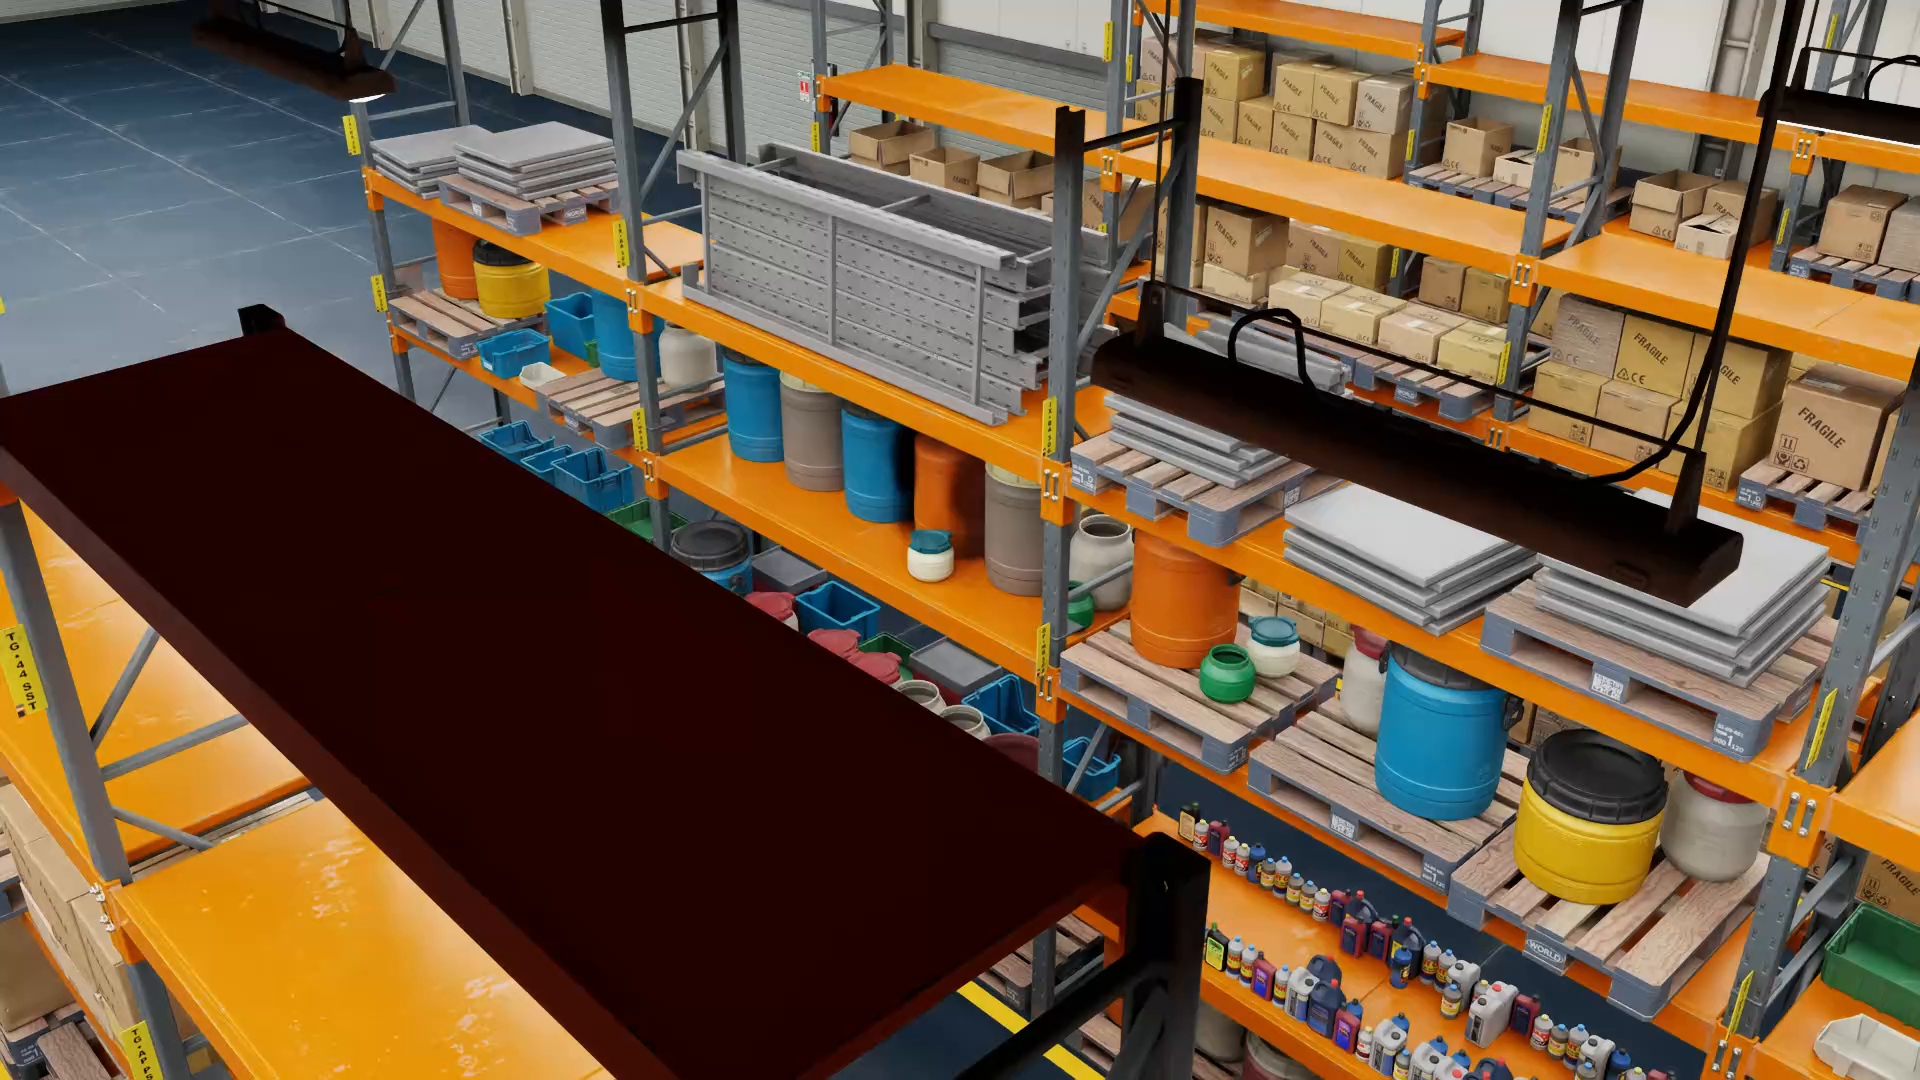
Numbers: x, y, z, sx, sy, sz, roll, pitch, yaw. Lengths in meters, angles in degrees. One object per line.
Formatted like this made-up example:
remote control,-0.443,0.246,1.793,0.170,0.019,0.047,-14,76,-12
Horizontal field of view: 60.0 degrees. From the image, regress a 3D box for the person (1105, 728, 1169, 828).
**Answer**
person,1.308,1.592,12.129,0.491,1.649,0.386,-10,30,-18
